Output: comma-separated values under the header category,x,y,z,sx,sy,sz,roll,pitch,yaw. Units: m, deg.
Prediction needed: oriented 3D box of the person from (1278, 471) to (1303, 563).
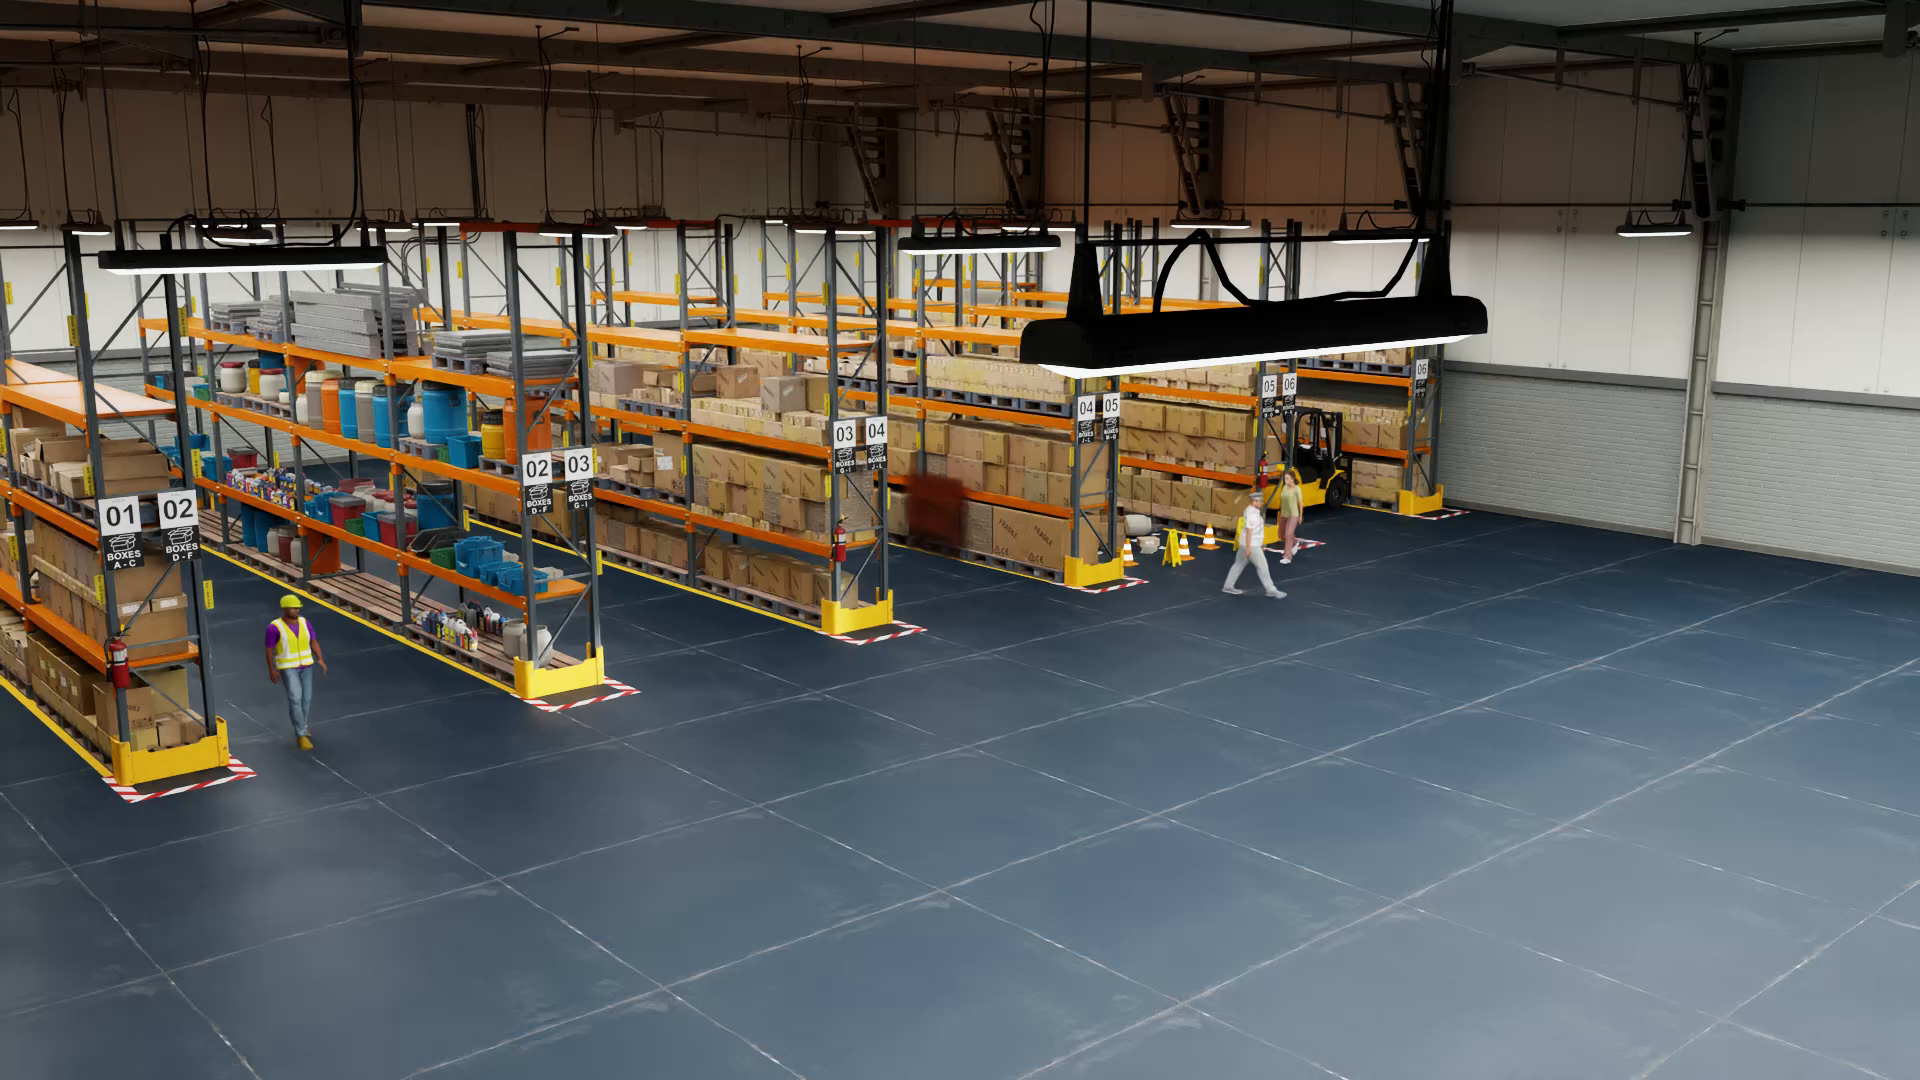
category,x,y,z,sx,sy,sz,roll,pitch,yaw
person,5.959,-0.433,29.760,0.446,1.652,0.764,11,16,43

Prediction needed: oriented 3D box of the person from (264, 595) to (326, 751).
category,x,y,z,sx,sy,sz,roll,pitch,yaw
person,-7.838,1.554,19.814,0.759,1.768,0.590,9,15,39

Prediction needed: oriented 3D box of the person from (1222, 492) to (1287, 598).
category,x,y,z,sx,sy,sz,roll,pitch,yaw
person,4.813,0.063,27.118,0.988,1.701,0.573,-1,11,-4
